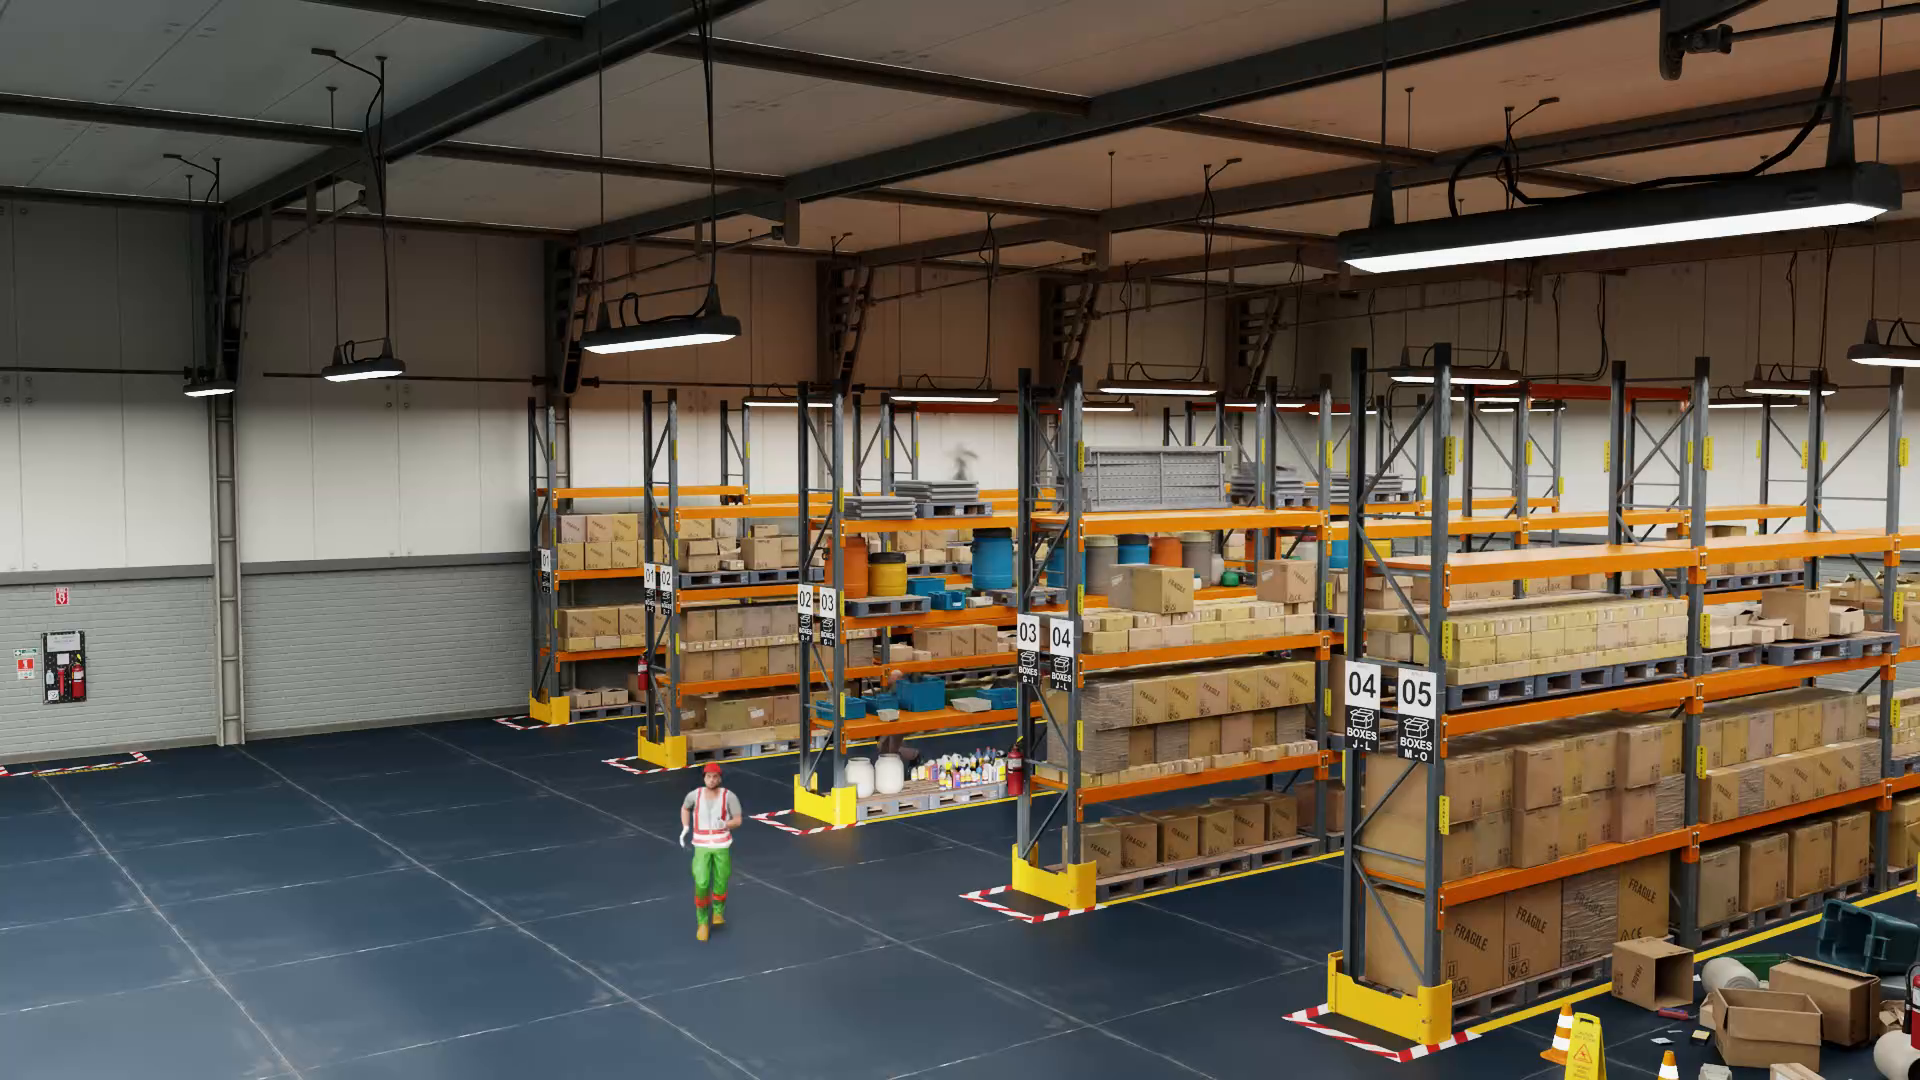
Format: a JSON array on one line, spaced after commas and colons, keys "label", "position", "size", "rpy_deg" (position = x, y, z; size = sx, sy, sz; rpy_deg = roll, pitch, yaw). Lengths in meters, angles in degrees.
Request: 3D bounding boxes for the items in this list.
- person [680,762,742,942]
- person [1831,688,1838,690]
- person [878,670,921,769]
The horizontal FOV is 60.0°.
[{"label": "person", "position": [-2.605, 3.239, 17.407], "size": [0.649, 1.831, 0.763], "rpy_deg": [-1, 3, -9]}, {"label": "person", "position": [11.955, 2.933, 22.671], "size": [0.845, 1.838, 0.623], "rpy_deg": [-2, 4, -34]}, {"label": "person", "position": [-0.965, 2.830, 25.425], "size": [0.748, 1.701, 0.661], "rpy_deg": [-3, 4, -41]}]
